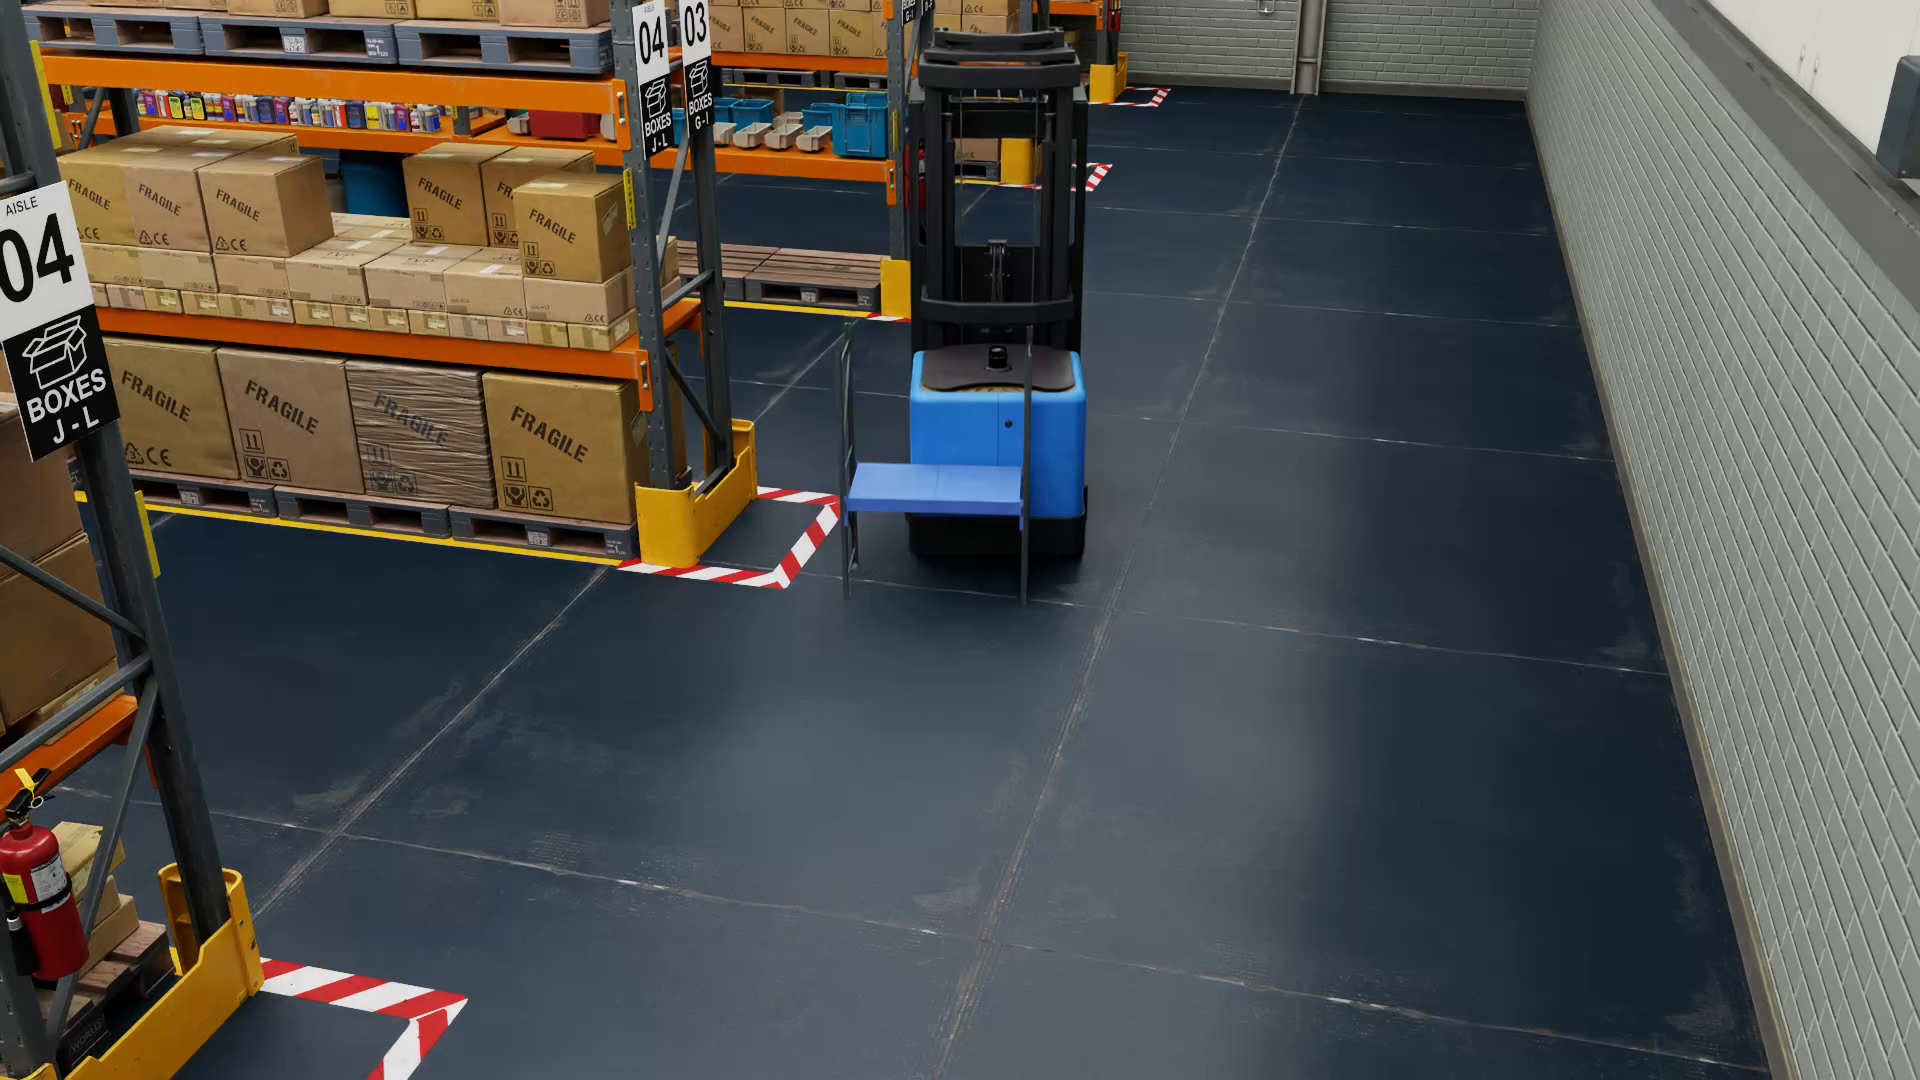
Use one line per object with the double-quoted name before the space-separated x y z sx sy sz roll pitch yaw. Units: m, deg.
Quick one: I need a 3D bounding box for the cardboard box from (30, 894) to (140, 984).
"cardboard box" -3.401 1.520 6.395 0.250 0.149 0.380 7 26 14

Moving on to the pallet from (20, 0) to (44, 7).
"pallet" -6.415 -3.216 10.249 1.217 0.209 0.805 5 26 11

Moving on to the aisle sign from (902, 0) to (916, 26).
"aisle sign" -0.410 -4.548 13.290 0.004 0.787 0.394 6 26 13

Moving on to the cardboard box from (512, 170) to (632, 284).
"cardboard box" -2.178 -1.790 9.477 0.500 0.500 0.500 7 26 14

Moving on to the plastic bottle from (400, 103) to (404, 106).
"plastic bottle" -5.283 -4.135 15.676 0.097 0.201 0.097 0 25 0

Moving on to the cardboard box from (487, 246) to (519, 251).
"cardboard box" -2.543 -1.725 10.213 0.500 0.250 0.500 6 26 12

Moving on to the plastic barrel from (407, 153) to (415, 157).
"plastic barrel" -4.804 -3.240 15.518 0.708 0.901 0.600 6 26 13

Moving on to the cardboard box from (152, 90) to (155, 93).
"cardboard box" -9.970 -5.848 21.102 0.500 0.311 0.500 6 26 12

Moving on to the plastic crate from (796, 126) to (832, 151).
"plastic crate" -1.242 -3.424 14.190 0.243 0.136 0.396 6 26 13

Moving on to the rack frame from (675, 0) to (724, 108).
"rack frame" -3.044 -5.994 19.351 0.127 3.000 1.000 6 26 13

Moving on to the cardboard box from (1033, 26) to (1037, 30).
"cardboard box" 1.038 -7.140 23.421 0.250 0.149 0.380 6 26 13

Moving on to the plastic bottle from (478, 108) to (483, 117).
"plastic bottle" -4.530 -4.097 15.501 0.133 0.283 0.061 6 26 13

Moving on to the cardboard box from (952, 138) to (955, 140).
"cardboard box" -0.127 -4.522 19.042 0.250 0.166 0.380 6 26 13

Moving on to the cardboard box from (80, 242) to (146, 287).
"cardboard box" -5.125 -1.778 10.323 0.500 0.250 0.500 6 26 12

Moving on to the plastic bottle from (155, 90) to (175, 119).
"plastic bottle" -7.368 -4.074 15.462 0.135 0.276 0.152 6 26 13

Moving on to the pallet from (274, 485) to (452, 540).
"pallet" -3.612 -0.368 10.777 1.213 0.211 1.003 6 26 13

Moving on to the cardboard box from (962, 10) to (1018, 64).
"cardboard box" 0.329 -5.546 18.293 0.500 0.500 0.500 7 26 15

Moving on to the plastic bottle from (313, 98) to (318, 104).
"plastic bottle" -5.927 -3.968 15.245 0.097 0.271 0.097 0 25 0

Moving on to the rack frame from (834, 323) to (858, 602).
"rack frame" -0.639 -0.432 9.411 0.032 1.500 0.500 1 26 3

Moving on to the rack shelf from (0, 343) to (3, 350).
"rack shelf" -4.911 -0.632 5.435 4.000 0.370 1.077 6 26 13

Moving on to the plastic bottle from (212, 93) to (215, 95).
"plastic bottle" -7.232 -4.350 16.129 0.097 0.201 0.097 0 25 0

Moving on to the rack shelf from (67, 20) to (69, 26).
"rack shelf" -12.729 -6.740 21.754 4.000 0.370 1.077 6 26 13

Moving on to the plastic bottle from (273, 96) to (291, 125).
"plastic bottle" -6.176 -3.925 15.141 0.133 0.283 0.061 6 26 13

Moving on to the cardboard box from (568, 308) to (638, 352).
"cardboard box" -2.067 -1.230 9.636 0.250 0.149 0.380 7 26 14

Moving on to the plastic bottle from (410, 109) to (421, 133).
"plastic bottle" -4.862 -3.751 14.871 0.097 0.201 0.097 0 25 0

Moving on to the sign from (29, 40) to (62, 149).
"sign" -2.839 -1.363 5.117 0.005 0.325 0.100 6 26 13

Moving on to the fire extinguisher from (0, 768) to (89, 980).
"fire extinguisher" -2.845 1.034 5.112 0.183 0.674 0.296 6 26 13

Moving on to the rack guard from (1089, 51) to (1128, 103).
"rack guard" 2.084 -6.497 23.316 0.348 0.500 1.175 6 26 13

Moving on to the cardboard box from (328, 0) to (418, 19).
"cardboard box" -3.185 -3.255 9.388 0.500 0.500 0.700 5 26 9

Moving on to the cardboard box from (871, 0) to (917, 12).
"cardboard box" -0.662 -6.103 18.300 0.500 0.500 0.500 7 26 14

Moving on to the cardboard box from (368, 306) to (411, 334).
"cardboard box" -3.308 -1.366 9.922 0.250 0.149 0.380 6 26 13

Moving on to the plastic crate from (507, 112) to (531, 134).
"plastic crate" -3.866 -3.731 14.834 0.243 0.136 0.396 6 26 13

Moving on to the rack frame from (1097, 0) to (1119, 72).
"rack frame" 2.060 -7.629 22.784 0.127 3.000 1.000 6 26 13

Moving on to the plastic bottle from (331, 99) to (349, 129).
"plastic bottle" -5.585 -3.877 15.048 0.135 0.276 0.152 6 26 13

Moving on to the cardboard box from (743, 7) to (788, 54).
"cardboard box" -2.121 -5.818 18.864 0.500 0.500 0.500 7 26 14

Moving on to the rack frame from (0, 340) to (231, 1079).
"rack frame" -2.974 0.612 5.475 0.127 3.000 1.000 6 26 13

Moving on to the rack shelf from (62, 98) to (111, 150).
"rack shelf" -10.092 -4.250 16.524 4.000 0.370 1.077 6 26 13

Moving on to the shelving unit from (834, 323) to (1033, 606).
"shelving unit" -0.132 -0.420 9.385 1.048 1.500 0.538 1 26 3

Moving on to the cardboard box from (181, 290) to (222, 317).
"cardboard box" -4.546 -1.503 10.210 0.250 0.149 0.380 6 26 12

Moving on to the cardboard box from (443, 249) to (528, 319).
"cardboard box" -2.667 -1.505 9.750 0.500 0.250 0.500 6 26 12

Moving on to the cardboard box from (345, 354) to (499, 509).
"cardboard box" -3.162 -0.805 10.435 0.875 0.875 0.875 6 26 13

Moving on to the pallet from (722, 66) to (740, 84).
"pallet" -3.765 -6.979 24.663 1.213 0.211 1.003 6 26 13

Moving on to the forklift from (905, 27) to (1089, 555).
"forklift" 0.231 -1.821 10.666 1.130 2.935 3.031 0 25 0

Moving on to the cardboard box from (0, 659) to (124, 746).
"cardboard box" -3.206 0.554 5.889 0.250 0.149 0.380 6 26 13

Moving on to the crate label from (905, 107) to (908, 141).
"crate label" -0.564 -3.619 14.487 0.303 0.233 0.416 6 26 13

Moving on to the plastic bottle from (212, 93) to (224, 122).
"plastic bottle" -6.816 -3.999 15.310 0.097 0.271 0.097 0 25 0
